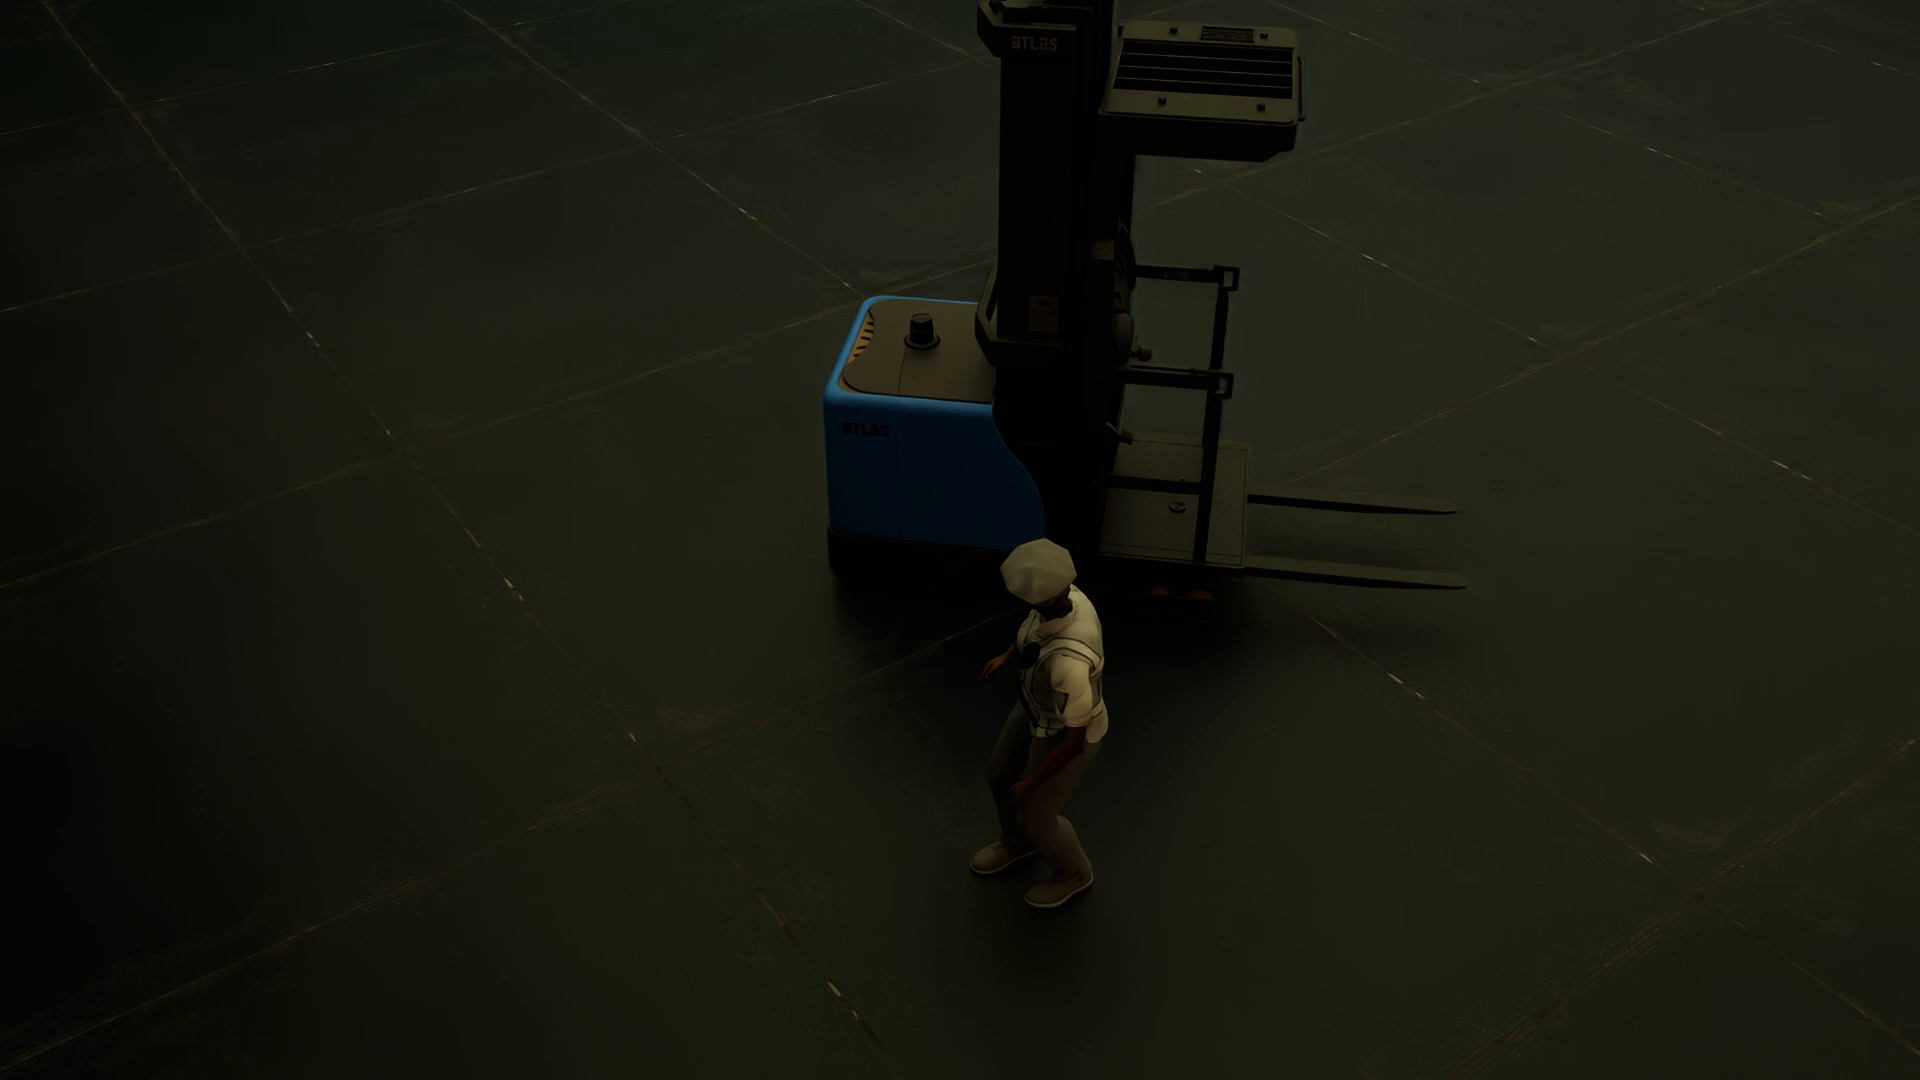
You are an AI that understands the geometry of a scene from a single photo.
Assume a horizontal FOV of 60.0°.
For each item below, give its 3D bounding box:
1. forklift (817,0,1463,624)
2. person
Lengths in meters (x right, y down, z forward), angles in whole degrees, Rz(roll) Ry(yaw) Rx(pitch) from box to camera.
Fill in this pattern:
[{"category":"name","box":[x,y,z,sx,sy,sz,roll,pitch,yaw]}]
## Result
[{"category":"forklift","box":[0.898,-1.122,7.462,3.031,2.935,1.130,5,37,7]},{"category":"person","box":[0.303,0.703,6.098,0.487,1.637,0.655,-7,37,-9]}]
